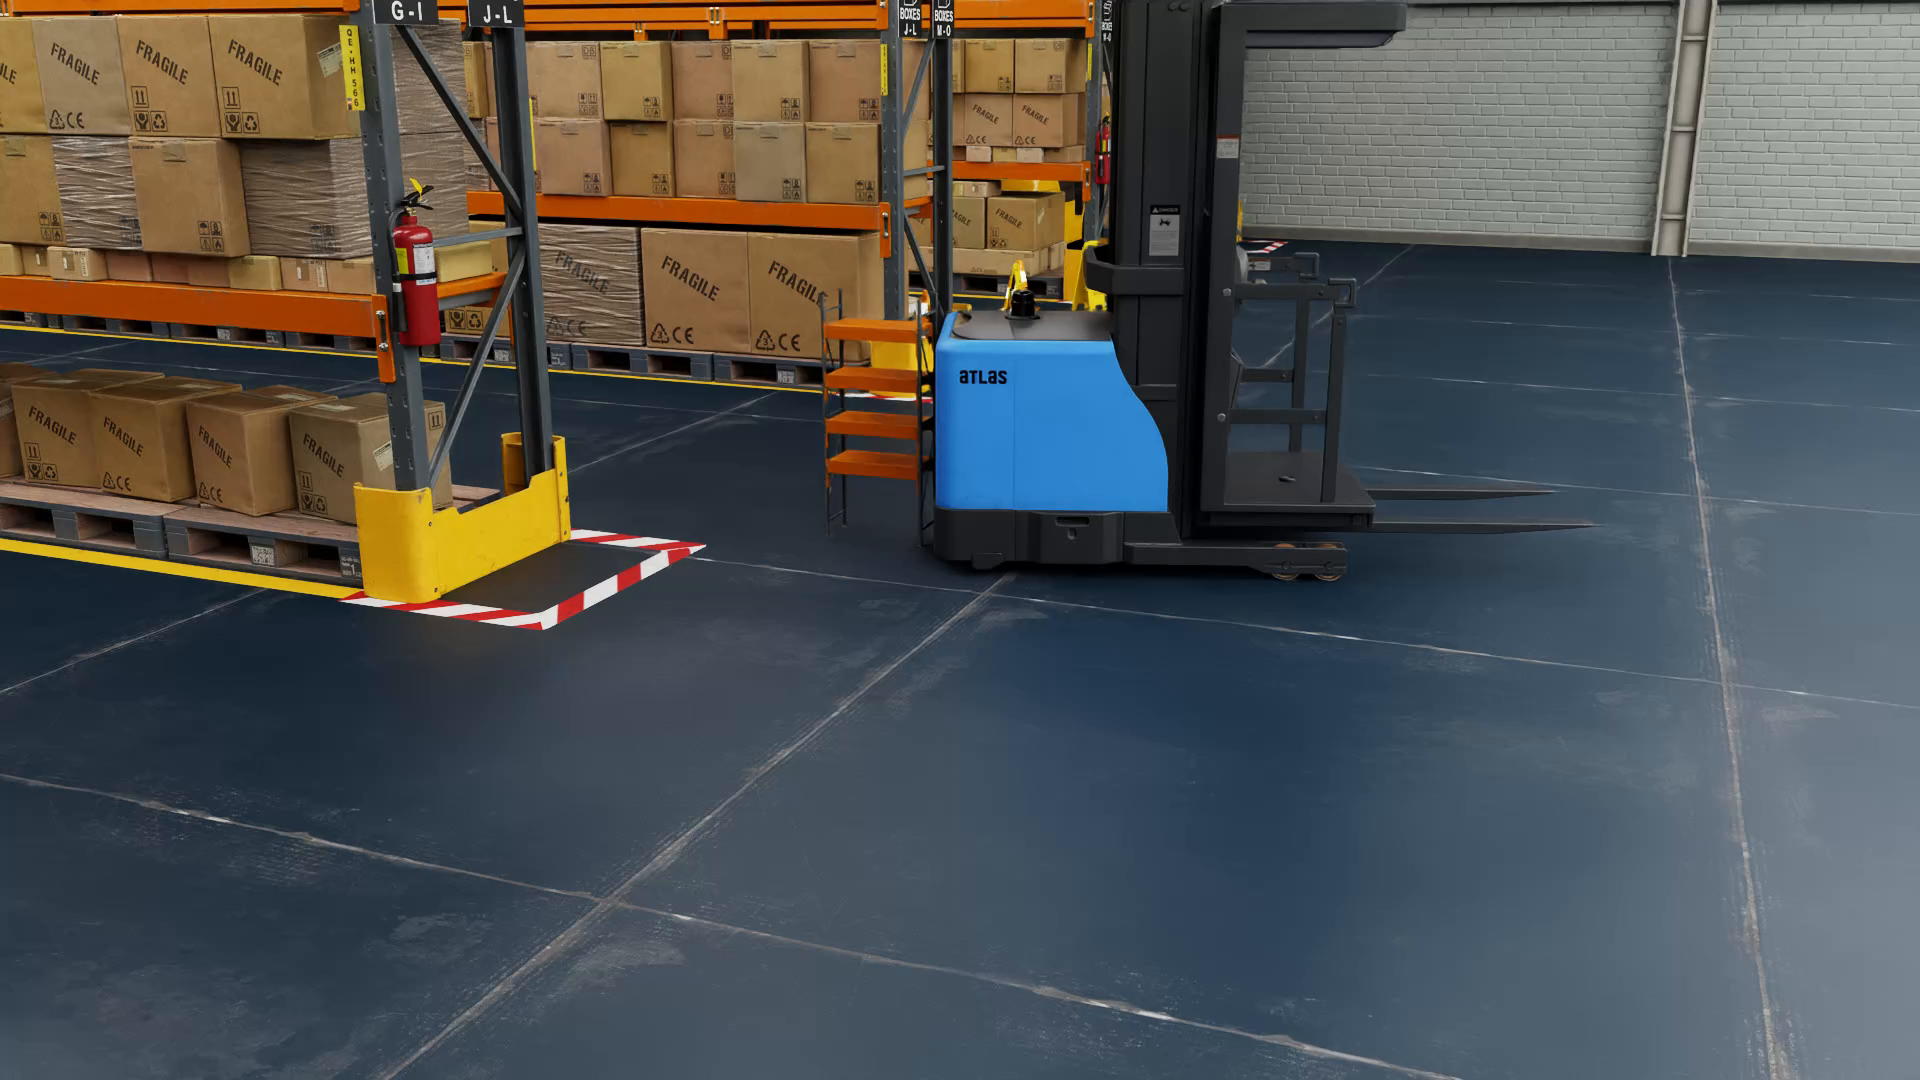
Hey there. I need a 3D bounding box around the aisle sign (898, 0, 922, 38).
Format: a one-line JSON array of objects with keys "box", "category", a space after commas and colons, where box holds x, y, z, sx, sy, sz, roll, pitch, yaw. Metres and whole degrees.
[{"box": [-0.335, -3.759, 11.078, 0.004, 0.787, 0.394, 6, 17, 21], "category": "aisle sign"}]

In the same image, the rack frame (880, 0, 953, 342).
[{"box": [-0.291, -2.595, 11.733, 0.127, 3.000, 1.000, 6, 17, 21], "category": "rack frame"}]

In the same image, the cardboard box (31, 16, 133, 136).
[{"box": [-3.739, -2.084, 7.465, 0.500, 0.500, 0.500, 6, 17, 21], "category": "cardboard box"}]

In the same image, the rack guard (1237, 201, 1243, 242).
[{"box": [3.271, -3.974, 20.967, 0.348, 0.500, 1.175, 6, 17, 21], "category": "rack guard"}]

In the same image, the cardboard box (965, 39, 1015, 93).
[{"box": [0.408, -4.610, 16.166, 0.500, 0.500, 0.700, 6, 17, 21], "category": "cardboard box"}]

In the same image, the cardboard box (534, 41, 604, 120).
[{"box": [-2.675, -3.431, 12.407, 0.550, 0.550, 0.875, 6, 17, 21], "category": "cardboard box"}]

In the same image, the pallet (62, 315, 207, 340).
[{"box": [-7.027, -1.974, 14.596, 1.213, 0.211, 1.003, 6, 17, 21], "category": "pallet"}]

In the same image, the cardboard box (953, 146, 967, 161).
[{"box": [0.061, -3.862, 16.546, 0.250, 0.149, 0.380, 7, 17, 21], "category": "cardboard box"}]

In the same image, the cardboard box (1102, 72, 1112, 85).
[{"box": [1.857, -5.741, 20.693, 0.250, 0.149, 0.380, 7, 18, 22], "category": "cardboard box"}]

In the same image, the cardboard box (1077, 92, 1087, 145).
[{"box": [1.092, -4.201, 16.550, 0.500, 0.500, 0.500, 6, 17, 20], "category": "cardboard box"}]

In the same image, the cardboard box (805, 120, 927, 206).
[{"box": [-0.653, -2.694, 11.803, 0.550, 0.550, 0.875, 6, 17, 21], "category": "cardboard box"}]

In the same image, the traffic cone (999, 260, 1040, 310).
[{"box": [0.558, -2.381, 15.544, 0.334, 0.463, 0.336, 6, 17, 21], "category": "traffic cone"}]

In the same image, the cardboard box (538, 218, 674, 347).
[{"box": [-2.613, -2.012, 12.782, 0.875, 0.875, 0.875, 6, 17, 21], "category": "cardboard box"}]

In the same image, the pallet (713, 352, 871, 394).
[{"box": [-1.063, -1.318, 12.334, 1.213, 0.211, 1.003, 6, 17, 21], "category": "pallet"}]

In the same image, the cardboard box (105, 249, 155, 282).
[{"box": [-3.715, -1.298, 7.715, 0.250, 0.149, 0.380, 6, 17, 21], "category": "cardboard box"}]

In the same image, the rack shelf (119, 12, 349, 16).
[{"box": [-7.871, -6.007, 19.397, 4.000, 0.370, 1.077, 6, 17, 21], "category": "rack shelf"}]

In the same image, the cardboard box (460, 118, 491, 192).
[{"box": [-3.664, -3.042, 13.002, 0.550, 0.550, 0.875, 6, 17, 21], "category": "cardboard box"}]

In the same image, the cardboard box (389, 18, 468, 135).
[{"box": [-2.616, -2.117, 7.580, 0.500, 0.500, 0.500, 6, 17, 21], "category": "cardboard box"}]

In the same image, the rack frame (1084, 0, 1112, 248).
[{"box": [1.431, -3.889, 16.191, 0.127, 3.000, 1.000, 6, 17, 21], "category": "rack frame"}]

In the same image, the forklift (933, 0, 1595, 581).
[{"box": [1.409, -1.373, 7.646, 3.031, 2.935, 1.130, 1, 16, 2], "category": "forklift"}]

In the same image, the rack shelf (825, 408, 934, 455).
[{"box": [-0.385, -0.528, 8.082, 0.480, 0.148, 0.258, 5, 17, 18], "category": "rack shelf"}]

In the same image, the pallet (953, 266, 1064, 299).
[{"box": [0.618, -2.650, 16.924, 1.213, 0.211, 1.003, 6, 17, 21], "category": "pallet"}]

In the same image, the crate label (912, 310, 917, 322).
[{"box": [-0.287, -1.966, 14.699, 0.298, 0.136, 0.250, -2, 16, -8], "category": "crate label"}]

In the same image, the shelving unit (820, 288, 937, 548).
[{"box": [-0.385, -0.593, 8.063, 0.503, 1.200, 0.258, 5, 17, 18], "category": "shelving unit"}]

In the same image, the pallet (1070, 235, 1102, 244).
[{"box": [1.391, -4.031, 21.679, 1.213, 0.211, 1.003, 6, 17, 21], "category": "pallet"}]

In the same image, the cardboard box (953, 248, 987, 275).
[{"box": [0.102, -2.839, 16.750, 0.500, 0.250, 0.500, 6, 17, 21], "category": "cardboard box"}]

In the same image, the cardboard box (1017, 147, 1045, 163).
[{"box": [0.729, -3.749, 16.157, 0.250, 0.149, 0.380, 6, 17, 20], "category": "cardboard box"}]

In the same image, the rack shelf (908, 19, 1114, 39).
[{"box": [1.389, -6.477, 21.014, 4.000, 0.370, 1.077, 6, 17, 21], "category": "rack shelf"}]

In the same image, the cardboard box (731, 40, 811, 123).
[{"box": [-1.167, -3.266, 11.839, 0.550, 0.550, 0.875, 6, 17, 21], "category": "cardboard box"}]

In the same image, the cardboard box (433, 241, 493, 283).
[{"box": [-2.382, -1.290, 7.686, 0.250, 0.149, 0.380, 6, 17, 21], "category": "cardboard box"}]

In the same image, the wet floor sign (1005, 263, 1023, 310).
[{"box": [0.463, -1.975, 13.820, 0.232, 0.644, 0.267, 3, 17, 11], "category": "wet floor sign"}]

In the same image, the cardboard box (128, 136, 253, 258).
[{"box": [-3.216, -1.594, 7.570, 0.500, 0.500, 0.875, 6, 17, 21], "category": "cardboard box"}]

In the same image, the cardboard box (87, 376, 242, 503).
[{"box": [-3.924, -0.510, 8.280, 0.500, 0.500, 0.500, 8, 18, 26], "category": "cardboard box"}]

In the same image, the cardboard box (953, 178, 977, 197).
[{"box": [-0.008, -3.503, 16.531, 0.250, 0.149, 0.380, 7, 17, 22], "category": "cardboard box"}]

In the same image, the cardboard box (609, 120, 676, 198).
[{"box": [-2.155, -2.877, 12.436, 0.500, 0.550, 0.875, 6, 17, 21], "category": "cardboard box"}]

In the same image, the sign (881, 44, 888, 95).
[{"box": [-0.503, -3.126, 11.059, 0.005, 0.325, 0.100, 6, 17, 21], "category": "sign"}]

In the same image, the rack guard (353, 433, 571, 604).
[{"box": [-2.276, -0.127, 7.713, 0.348, 0.500, 1.175, 6, 17, 21], "category": "rack guard"}]

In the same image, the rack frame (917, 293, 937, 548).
[{"box": [-0.154, -0.571, 7.987, 0.015, 1.200, 0.240, 5, 17, 18], "category": "rack frame"}]

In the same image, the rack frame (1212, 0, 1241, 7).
[{"box": [3.249, -5.177, 20.627, 0.127, 3.000, 1.000, 6, 17, 21], "category": "rack frame"}]

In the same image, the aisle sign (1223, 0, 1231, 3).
[{"box": [3.202, -6.343, 19.979, 0.004, 0.787, 0.394, 6, 17, 21], "category": "aisle sign"}]

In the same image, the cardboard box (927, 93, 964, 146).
[{"box": [-0.103, -4.169, 16.441, 0.500, 0.500, 0.500, 6, 17, 20], "category": "cardboard box"}]

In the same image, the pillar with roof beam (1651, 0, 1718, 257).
[{"box": [6.934, -6.633, 14.881, 0.400, 9.000, 9.100, 6, 17, 21], "category": "pillar with roof beam"}]

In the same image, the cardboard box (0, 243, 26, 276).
[{"box": [-4.436, -1.358, 7.921, 0.250, 0.149, 0.380, 6, 17, 21], "category": "cardboard box"}]

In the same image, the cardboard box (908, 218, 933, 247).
[{"box": [-0.363, -3.251, 16.826, 0.500, 0.500, 0.500, 6, 17, 19], "category": "cardboard box"}]

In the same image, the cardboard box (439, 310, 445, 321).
[{"box": [-4.622, -2.166, 13.536, 0.750, 0.750, 1.050, 6, 17, 20], "category": "cardboard box"}]

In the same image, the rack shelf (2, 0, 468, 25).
[{"box": [-5.872, -4.304, 13.530, 4.000, 0.370, 1.077, 6, 17, 21], "category": "rack shelf"}]

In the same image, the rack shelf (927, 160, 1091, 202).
[{"box": [-0.429, -3.749, 16.996, 4.000, 0.370, 1.077, 6, 17, 21], "category": "rack shelf"}]

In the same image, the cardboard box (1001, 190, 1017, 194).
[{"box": [0.272, -3.340, 17.131, 0.500, 0.500, 0.500, 6, 17, 19], "category": "cardboard box"}]

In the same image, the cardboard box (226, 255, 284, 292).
[{"box": [-3.029, -1.212, 7.420, 0.250, 0.149, 0.380, 6, 17, 21], "category": "cardboard box"}]

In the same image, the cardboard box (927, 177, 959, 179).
[{"box": [-0.137, -4.817, 21.771, 0.500, 0.250, 0.500, 6, 17, 20], "category": "cardboard box"}]

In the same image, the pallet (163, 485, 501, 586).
[{"box": [-3.018, -0.080, 8.071, 1.213, 0.211, 1.003, 6, 17, 21], "category": "pallet"}]
